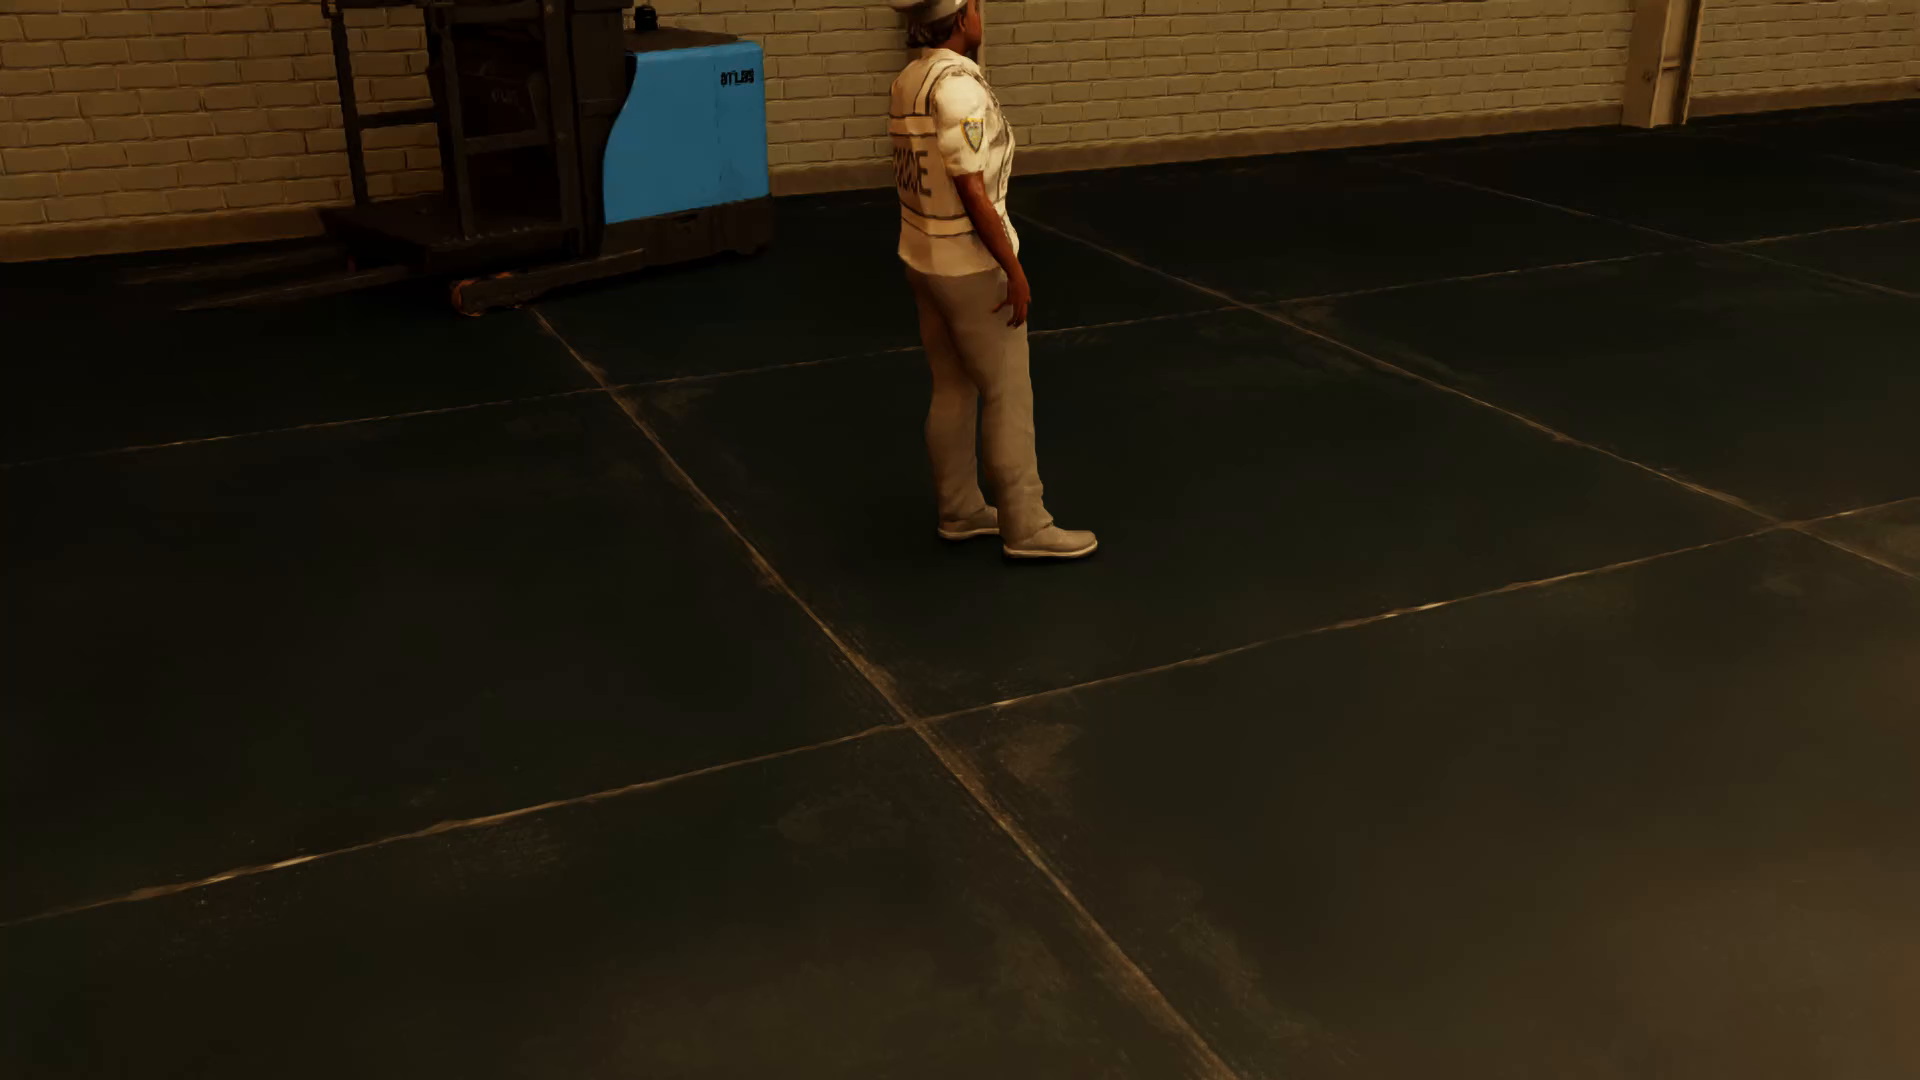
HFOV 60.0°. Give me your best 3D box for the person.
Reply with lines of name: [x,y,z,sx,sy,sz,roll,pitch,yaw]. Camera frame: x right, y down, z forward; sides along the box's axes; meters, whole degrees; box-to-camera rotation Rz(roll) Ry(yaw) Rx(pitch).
person: [0.076,-0.795,4.792,0.529,1.695,0.570,-10,25,-23]

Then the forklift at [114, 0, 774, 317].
forklift: [-2.368,-2.587,7.513,1.130,2.935,3.031,21,30,41]
